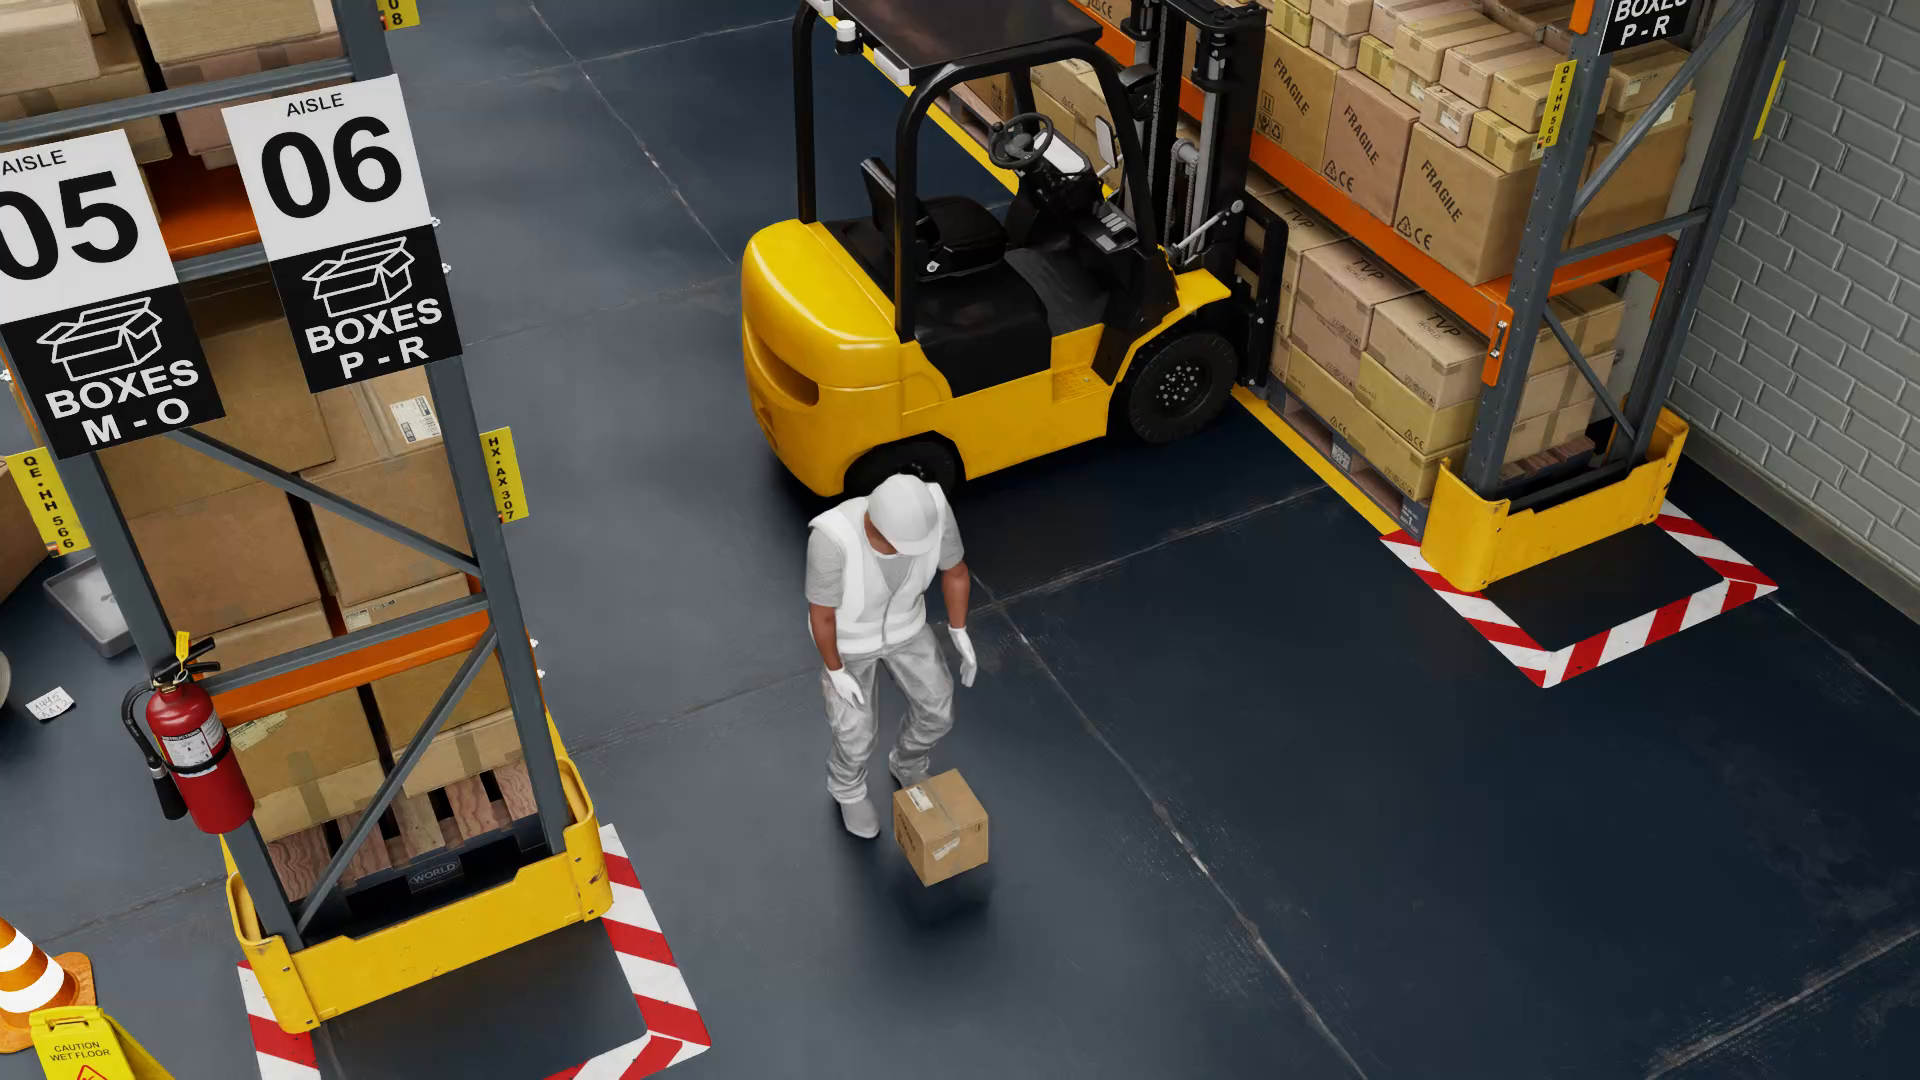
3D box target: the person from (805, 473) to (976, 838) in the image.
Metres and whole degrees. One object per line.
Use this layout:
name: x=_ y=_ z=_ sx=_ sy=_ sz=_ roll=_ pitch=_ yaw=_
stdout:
person: x=-0.246 y=0.353 z=5.829 sx=0.591 sy=1.663 sz=0.559 roll=-18 pitch=44 yaw=-19
